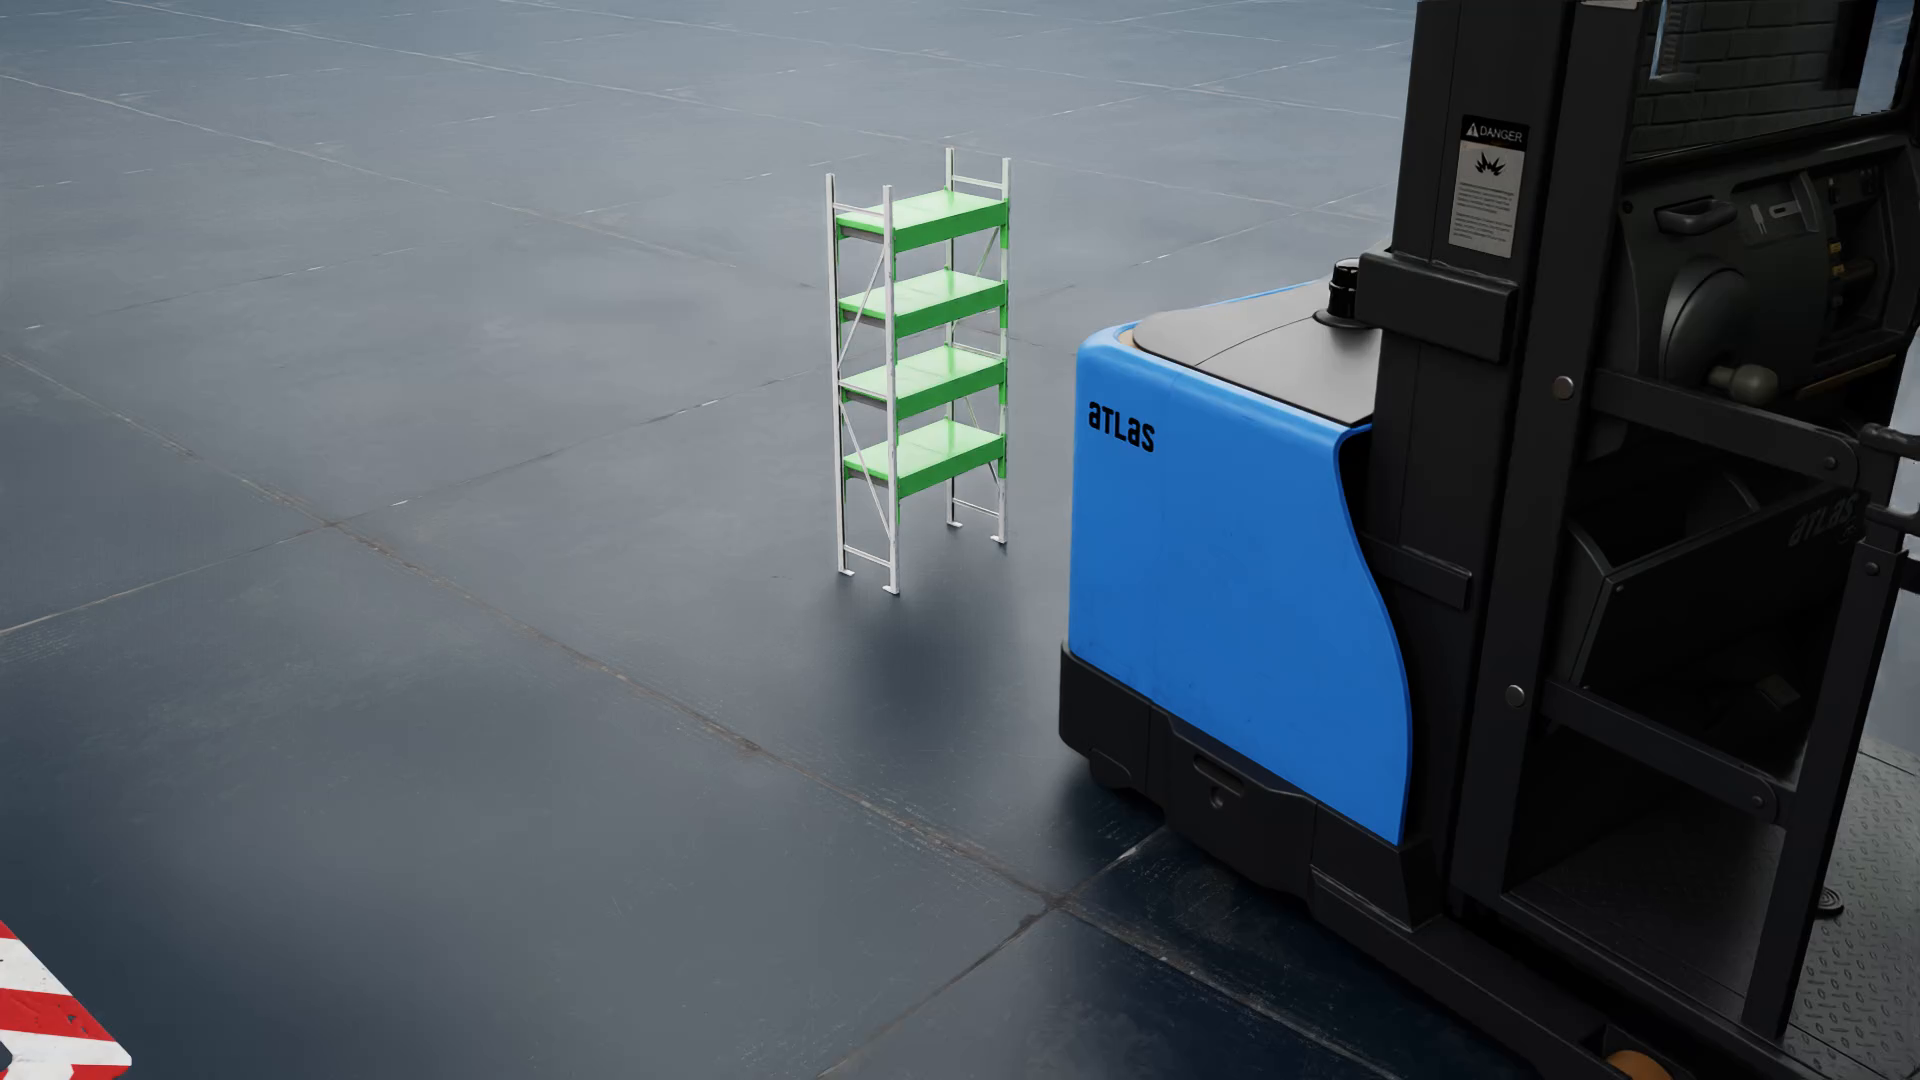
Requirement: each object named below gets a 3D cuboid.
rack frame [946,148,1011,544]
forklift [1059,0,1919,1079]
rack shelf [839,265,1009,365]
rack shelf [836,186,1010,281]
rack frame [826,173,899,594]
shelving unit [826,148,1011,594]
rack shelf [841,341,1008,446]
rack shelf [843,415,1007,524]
[{"bbox_3d":[0.052,-0.571,5.058,0.240,1.200,0.015,20,31,38],"label":"rack frame"},{"bbox_3d":[1.516,-0.441,2.652,1.130,2.935,3.031,-17,29,-33],"label":"forklift"},{"bbox_3d":[-0.110,-0.658,4.820,0.258,0.148,0.480,20,31,38],"label":"rack shelf"},{"bbox_3d":[-0.110,-0.877,4.722,0.258,0.148,0.480,20,31,38],"label":"rack shelf"},{"bbox_3d":[-0.273,-0.423,4.726,0.240,1.200,0.015,20,31,38],"label":"rack frame"},{"bbox_3d":[-0.110,-0.497,4.892,0.258,1.200,0.503,20,31,38],"label":"shelving unit"},{"bbox_3d":[-0.110,-0.439,4.918,0.258,0.148,0.480,20,31,38],"label":"rack shelf"},{"bbox_3d":[-0.110,-0.220,5.016,0.258,0.148,0.480,20,31,38],"label":"rack shelf"}]
